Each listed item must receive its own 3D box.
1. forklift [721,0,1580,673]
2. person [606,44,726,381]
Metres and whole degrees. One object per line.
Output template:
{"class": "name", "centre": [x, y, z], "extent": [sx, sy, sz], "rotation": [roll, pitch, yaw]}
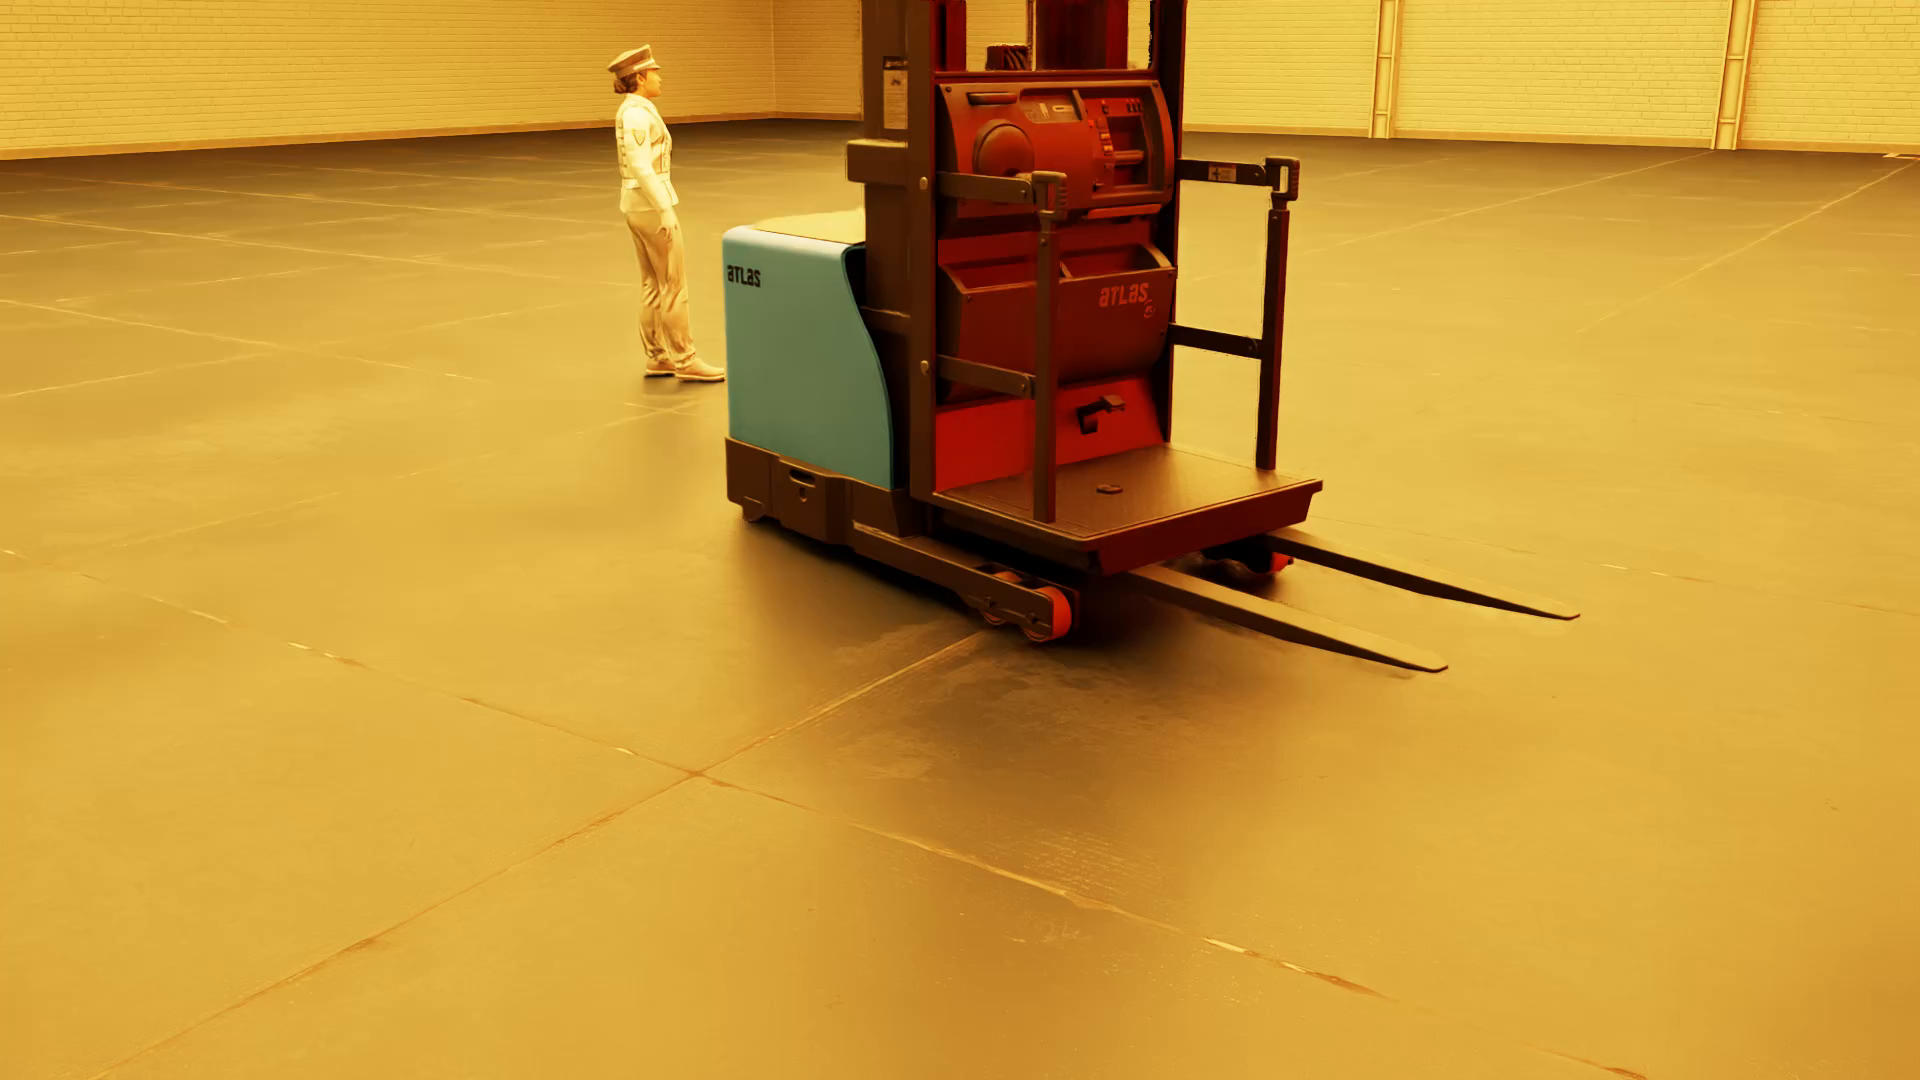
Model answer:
{"class": "forklift", "centre": [0.456, -1.262, 5.054], "extent": [1.130, 2.935, 3.031], "rotation": [-13, 21, -38]}
{"class": "person", "centre": [-1.529, -1.699, 8.660], "extent": [0.522, 1.697, 0.591], "rotation": [-5, 17, -17]}
